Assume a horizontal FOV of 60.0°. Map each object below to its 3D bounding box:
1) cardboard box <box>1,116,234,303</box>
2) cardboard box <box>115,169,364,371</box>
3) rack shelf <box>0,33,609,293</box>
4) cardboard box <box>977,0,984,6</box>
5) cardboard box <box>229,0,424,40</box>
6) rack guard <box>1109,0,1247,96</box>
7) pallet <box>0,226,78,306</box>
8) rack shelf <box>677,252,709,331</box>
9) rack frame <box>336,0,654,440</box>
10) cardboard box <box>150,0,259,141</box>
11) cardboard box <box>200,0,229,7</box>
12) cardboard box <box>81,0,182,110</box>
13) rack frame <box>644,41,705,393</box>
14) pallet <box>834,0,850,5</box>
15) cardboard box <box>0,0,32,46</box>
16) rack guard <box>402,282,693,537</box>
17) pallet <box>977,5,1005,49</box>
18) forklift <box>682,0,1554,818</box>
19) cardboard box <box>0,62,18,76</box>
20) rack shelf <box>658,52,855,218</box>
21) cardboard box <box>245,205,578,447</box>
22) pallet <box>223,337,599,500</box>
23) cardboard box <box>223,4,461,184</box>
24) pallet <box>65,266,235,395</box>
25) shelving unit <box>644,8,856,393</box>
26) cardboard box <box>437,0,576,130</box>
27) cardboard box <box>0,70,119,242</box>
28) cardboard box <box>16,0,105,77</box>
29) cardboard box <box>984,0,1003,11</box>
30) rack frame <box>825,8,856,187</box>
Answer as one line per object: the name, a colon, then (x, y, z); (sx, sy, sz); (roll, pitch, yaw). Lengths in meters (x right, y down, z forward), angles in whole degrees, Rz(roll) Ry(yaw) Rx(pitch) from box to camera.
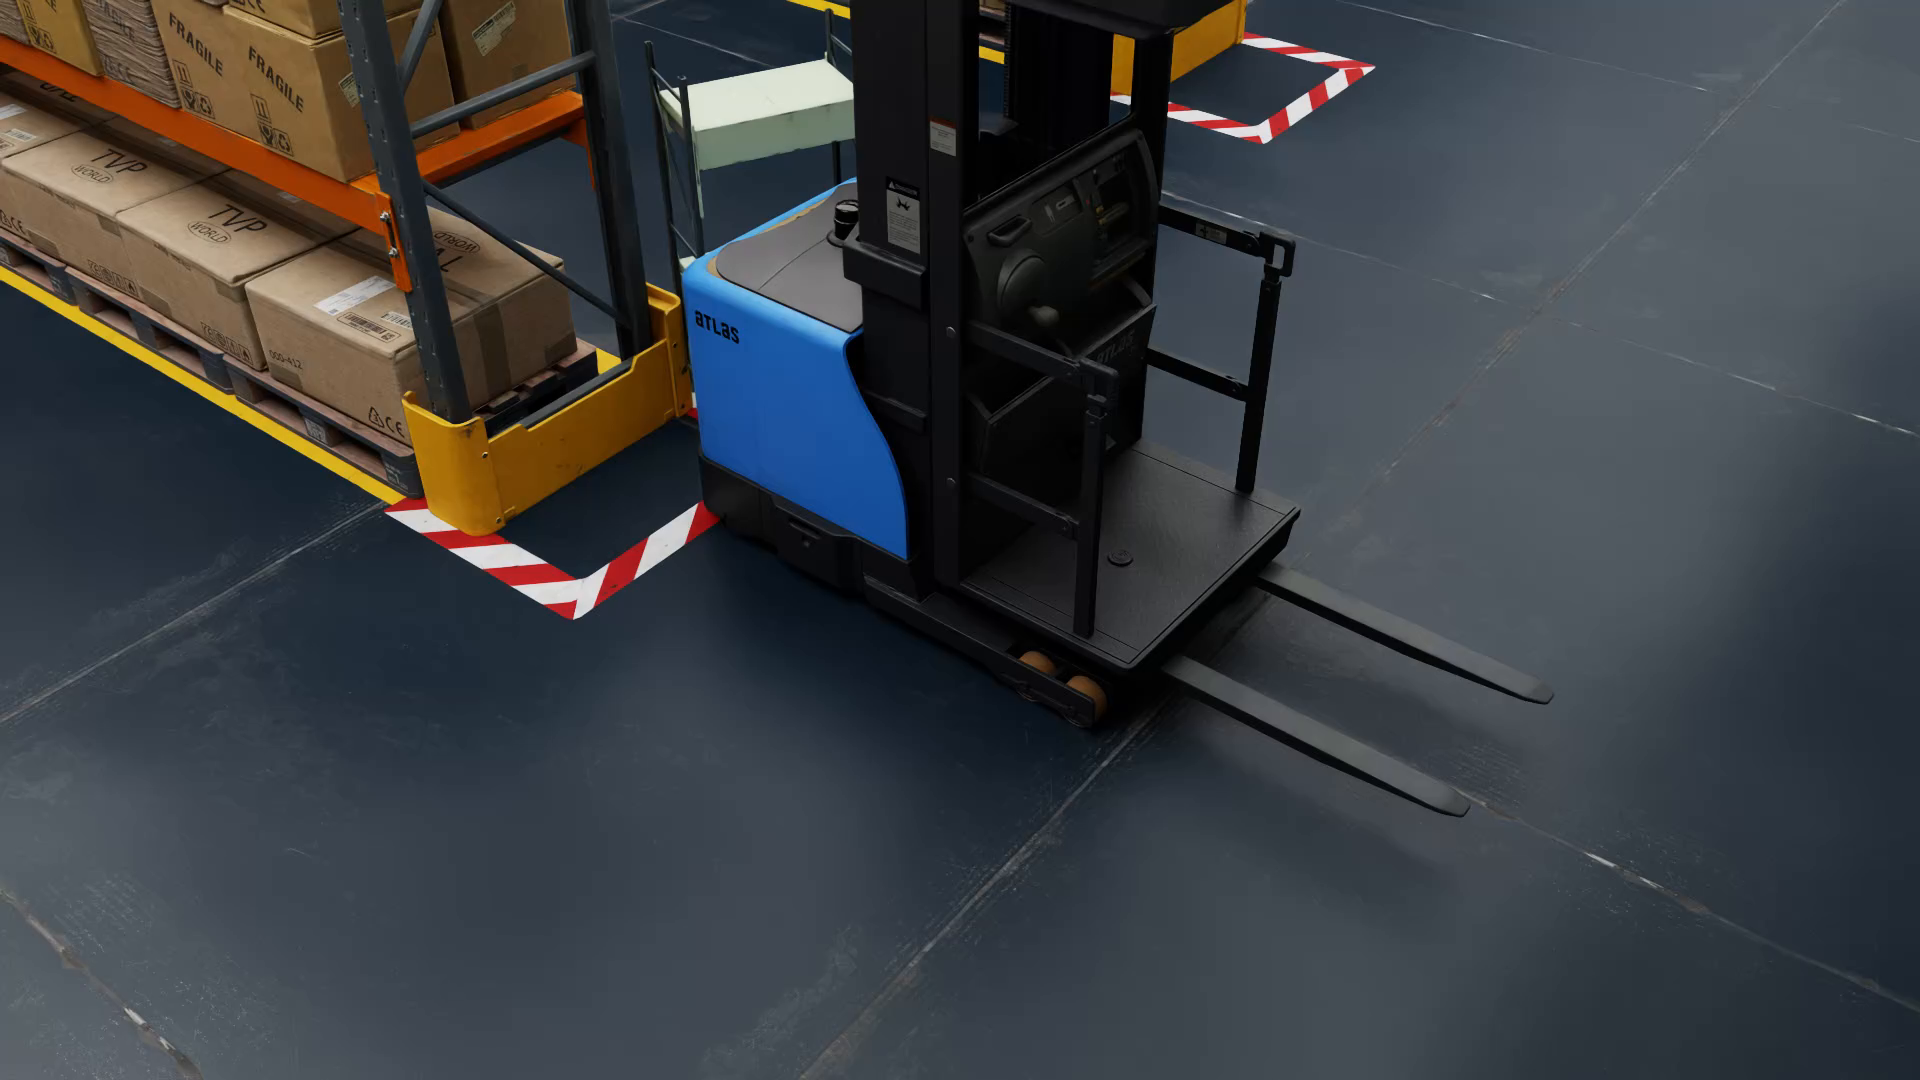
cardboard box: (-3.635, -1.568, 7.557); (0.875, 0.438, 0.875); (24, 44, 27)
cardboard box: (-2.920, -1.229, 7.124); (0.875, 0.438, 0.875); (27, 45, 30)
rack shelf: (-3.191, -2.001, 6.957); (4.000, 0.370, 1.077); (25, 45, 29)
cardboard box: (0.152, -3.409, 10.143); (0.250, 0.149, 0.380); (26, 45, 29)
cardboard box: (-2.130, -2.033, 5.521); (0.500, 0.500, 0.500); (27, 45, 30)
rack guard: (1.264, -3.042, 9.729); (0.348, 0.500, 1.175); (25, 45, 29)
pallet: (-4.224, -1.613, 8.139); (1.213, 0.211, 1.003); (25, 45, 29)
rack shelf: (-0.748, -1.003, 6.843); (0.720, 0.370, 0.431); (-18, 41, -21)
rack frame: (-1.603, -1.536, 5.778); (0.127, 3.000, 1.000); (25, 45, 29)
cardboard box: (-2.536, -1.821, 6.062); (0.500, 0.500, 0.500); (24, 44, 28)
cardboard box: (-2.563, -2.214, 5.753); (0.500, 0.500, 0.500); (25, 45, 29)
cardboard box: (-2.951, -2.009, 6.302); (0.500, 0.500, 0.500); (27, 45, 30)
rack frame: (-1.073, -1.156, 6.510); (0.023, 1.500, 0.400); (-18, 41, -21)
pallet: (-0.325, -3.707, 10.813); (1.213, 0.211, 1.003); (25, 45, 29)
cardboard box: (-3.778, -2.389, 6.787); (0.500, 0.500, 0.500); (26, 45, 29)
rack guard: (-1.584, -0.542, 6.537); (0.348, 0.500, 1.175); (25, 45, 29)
pallet: (0.640, -3.249, 10.229); (1.213, 0.211, 1.003); (25, 45, 29)
forklift: (0.492, -0.912, 5.038); (3.031, 2.935, 1.130); (26, 45, 29)
cardboard box: (-5.321, -2.556, 8.464); (0.875, 0.875, 0.875); (27, 45, 30)
rack shelf: (-0.748, -1.567, 6.402); (0.720, 0.370, 0.431); (-18, 41, -21)
cardboard box: (-2.188, -0.890, 6.692); (0.875, 0.438, 0.875); (24, 44, 27)
pallet: (-2.285, -0.699, 6.971); (1.213, 0.211, 1.003); (25, 45, 29)
cardboard box: (-2.147, -1.626, 5.813); (0.500, 0.500, 0.500); (26, 45, 29)
pallet: (-3.250, -1.156, 7.555); (1.213, 0.211, 1.003); (25, 45, 29)
shelving unit: (-0.748, -1.260, 6.642); (0.755, 1.500, 0.431); (-18, 41, -21)
cardboard box: (-1.810, -1.895, 6.157); (0.500, 0.500, 0.500); (25, 44, 28)
cardboard box: (-4.346, -1.903, 7.985); (0.875, 0.438, 0.875); (25, 44, 28)
cardboard box: (-3.369, -2.196, 6.541); (0.500, 0.500, 0.500); (27, 45, 30)
cardboard box: (0.356, -3.323, 10.033); (0.250, 0.149, 0.380); (25, 44, 28)
rack frame: (-0.423, -1.363, 6.775); (0.023, 1.500, 0.400); (-18, 41, -21)
